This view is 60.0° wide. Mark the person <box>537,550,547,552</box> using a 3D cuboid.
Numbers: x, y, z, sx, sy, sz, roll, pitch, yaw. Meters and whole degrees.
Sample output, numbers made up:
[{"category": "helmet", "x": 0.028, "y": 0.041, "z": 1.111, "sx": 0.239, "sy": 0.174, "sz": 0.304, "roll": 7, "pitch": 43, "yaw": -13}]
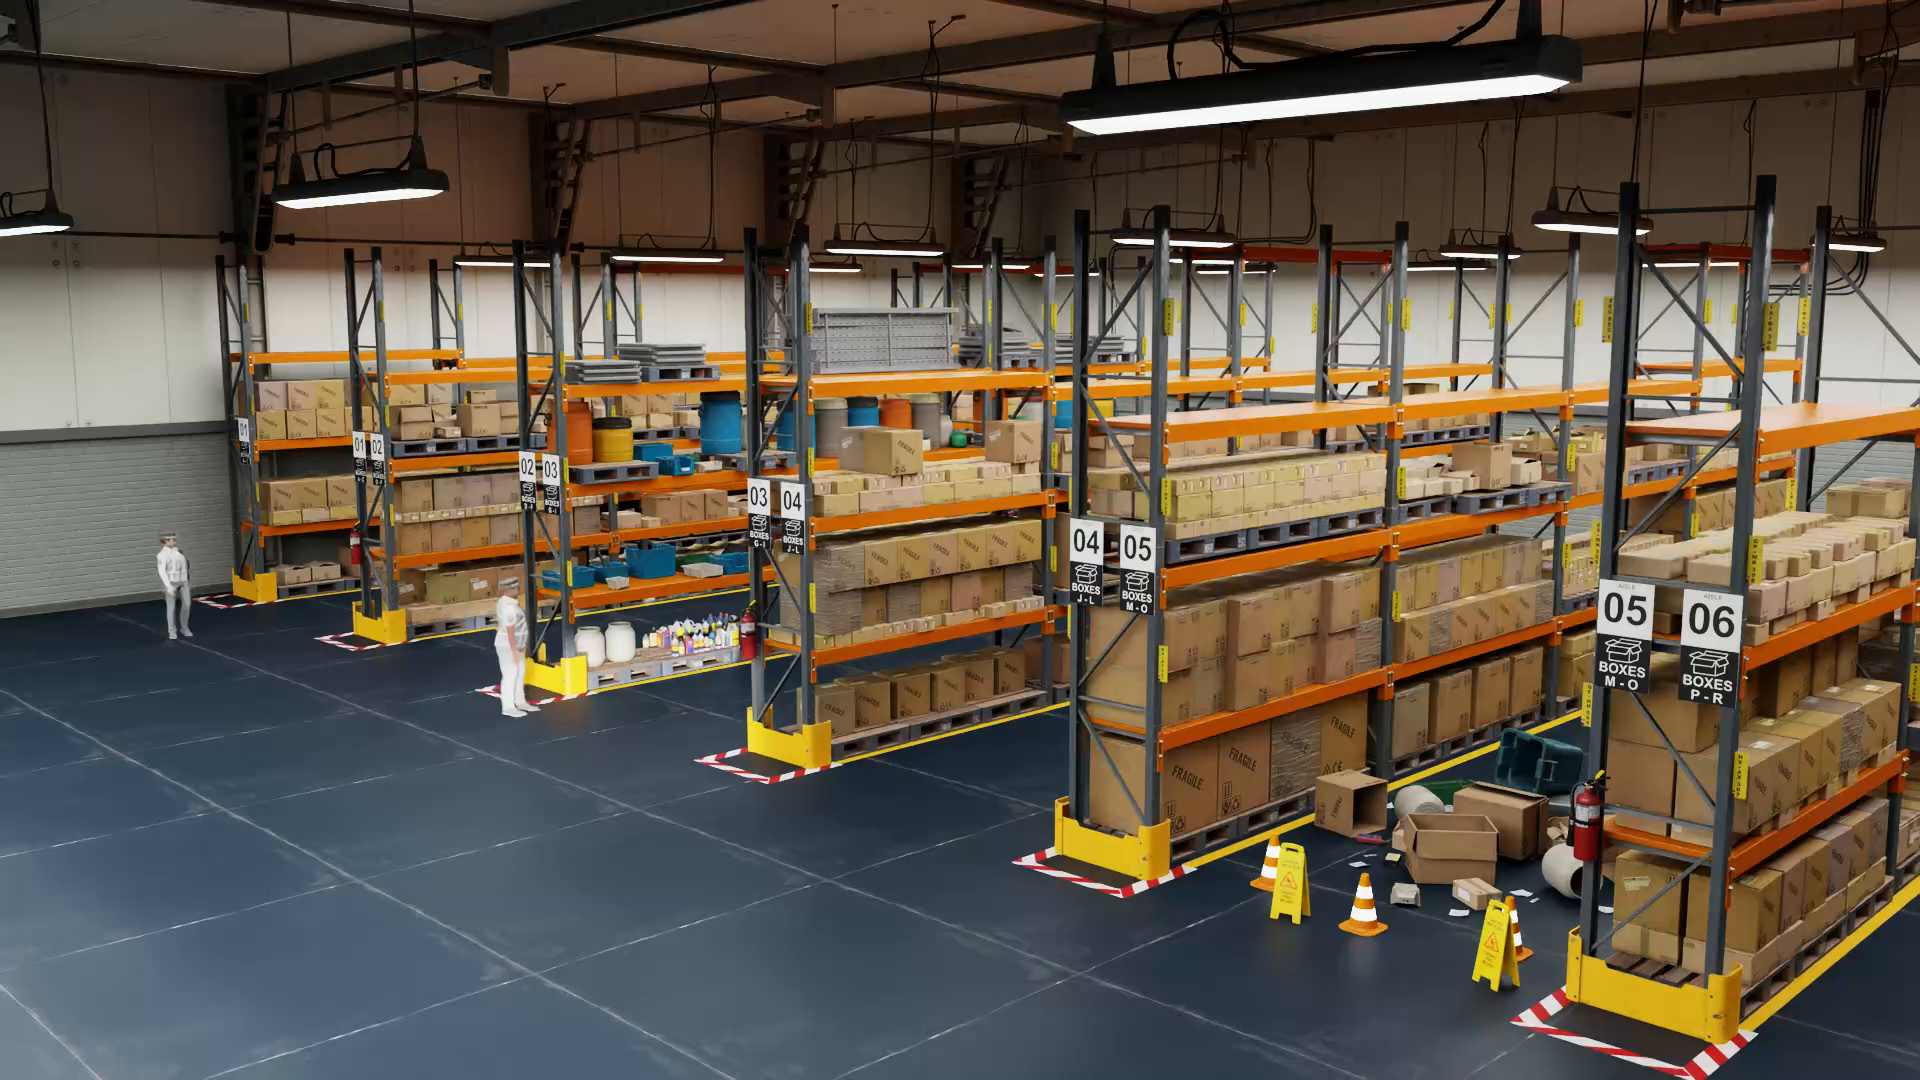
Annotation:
[{"category": "person", "x": -7.353, "y": 0.104, "z": 29.729, "sx": 0.655, "sy": 1.779, "sz": 0.577, "roll": -3, "pitch": 9, "yaw": -19}]

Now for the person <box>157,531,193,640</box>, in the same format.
[{"category": "person", "x": -12.176, "y": 0.715, "z": 25.822, "sx": 0.480, "sy": 1.714, "sz": 0.550, "roll": 6, "pitch": 10, "yaw": 37}]

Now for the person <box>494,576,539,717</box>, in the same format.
[{"category": "person", "x": -5.612, "y": 1.342, "z": 20.942, "sx": 0.473, "sy": 1.771, "sz": 0.570, "roll": 0, "pitch": 8, "yaw": -3}]
